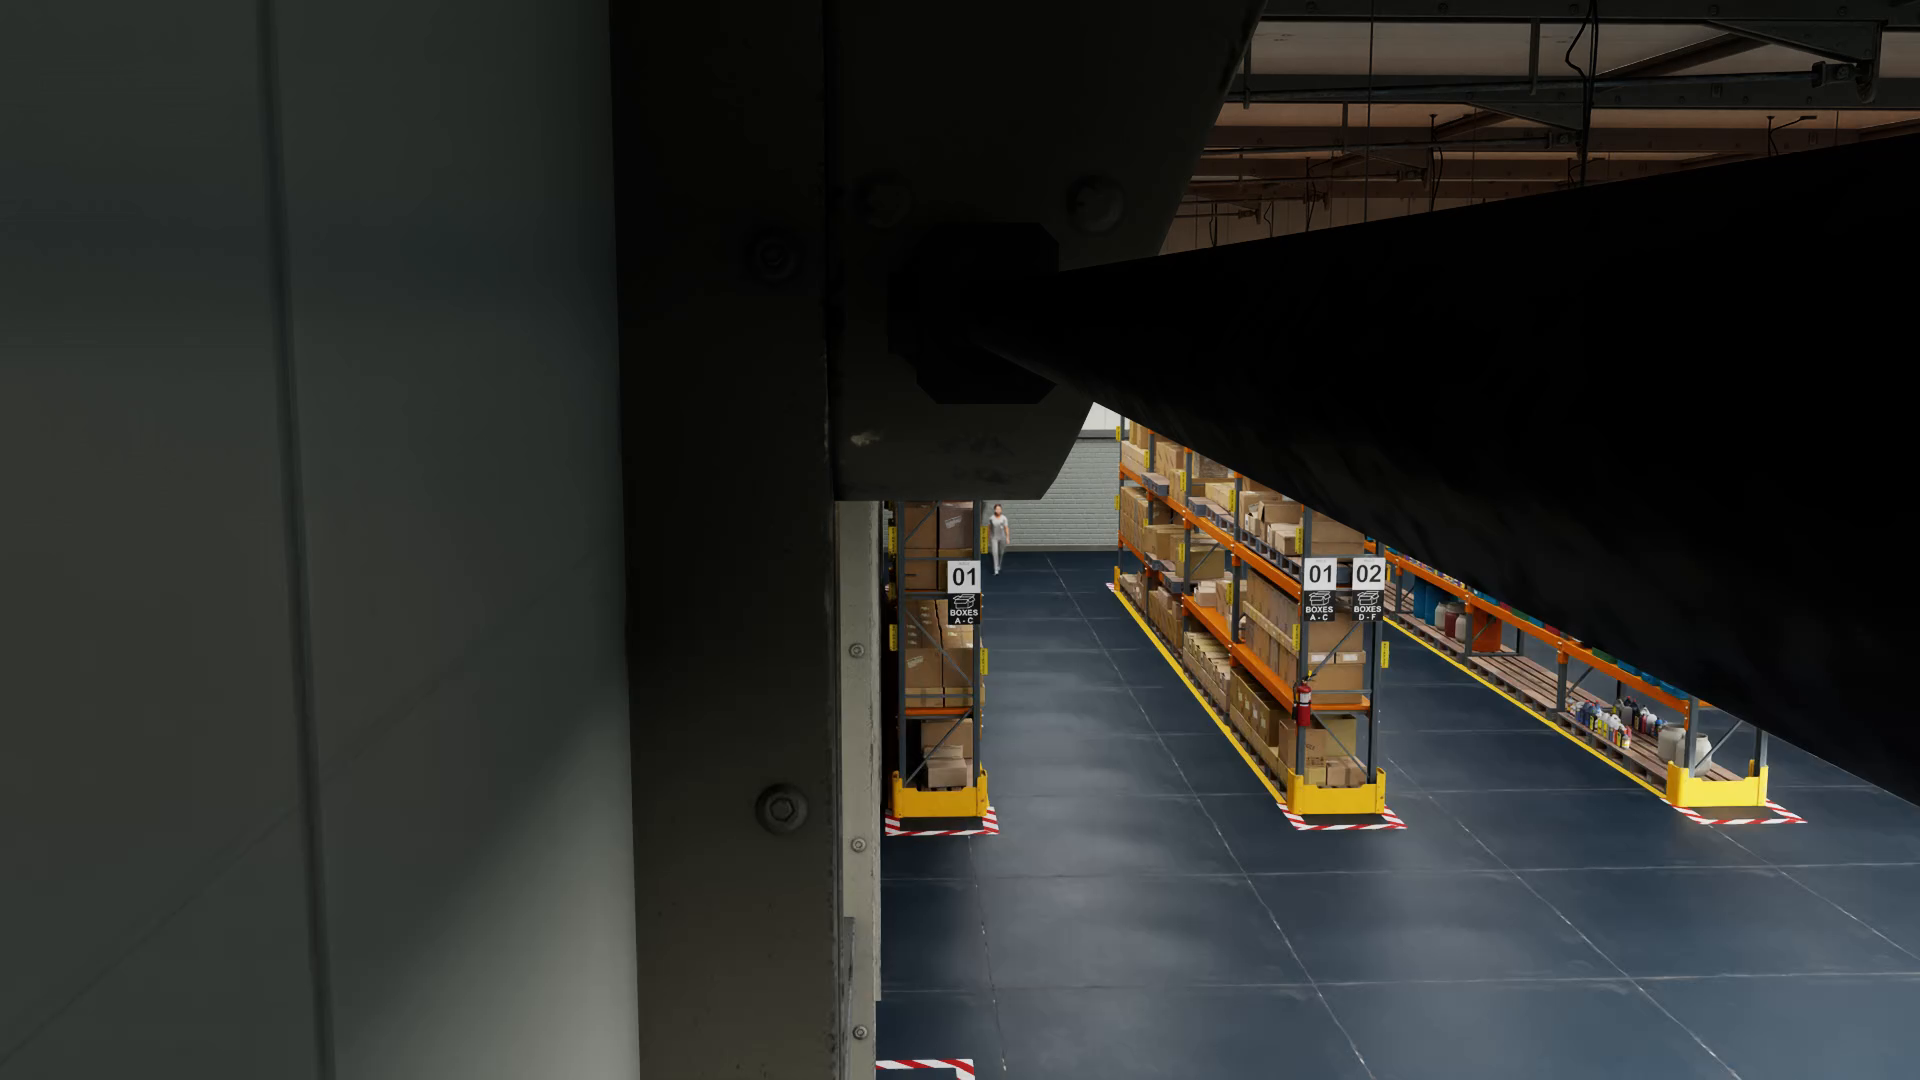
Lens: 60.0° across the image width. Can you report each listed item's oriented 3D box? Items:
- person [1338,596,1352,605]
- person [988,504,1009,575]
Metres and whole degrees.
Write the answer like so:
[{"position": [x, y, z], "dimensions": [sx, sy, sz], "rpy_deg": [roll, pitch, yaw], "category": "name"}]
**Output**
[{"position": [7.366, 0.964, 31.503], "dimensions": [0.575, 1.684, 0.893], "rpy_deg": [1, 8, 9], "category": "person"}, {"position": [0.885, -0.027, 38.639], "dimensions": [0.476, 1.622, 1.050], "rpy_deg": [-1, 8, -8], "category": "person"}]
